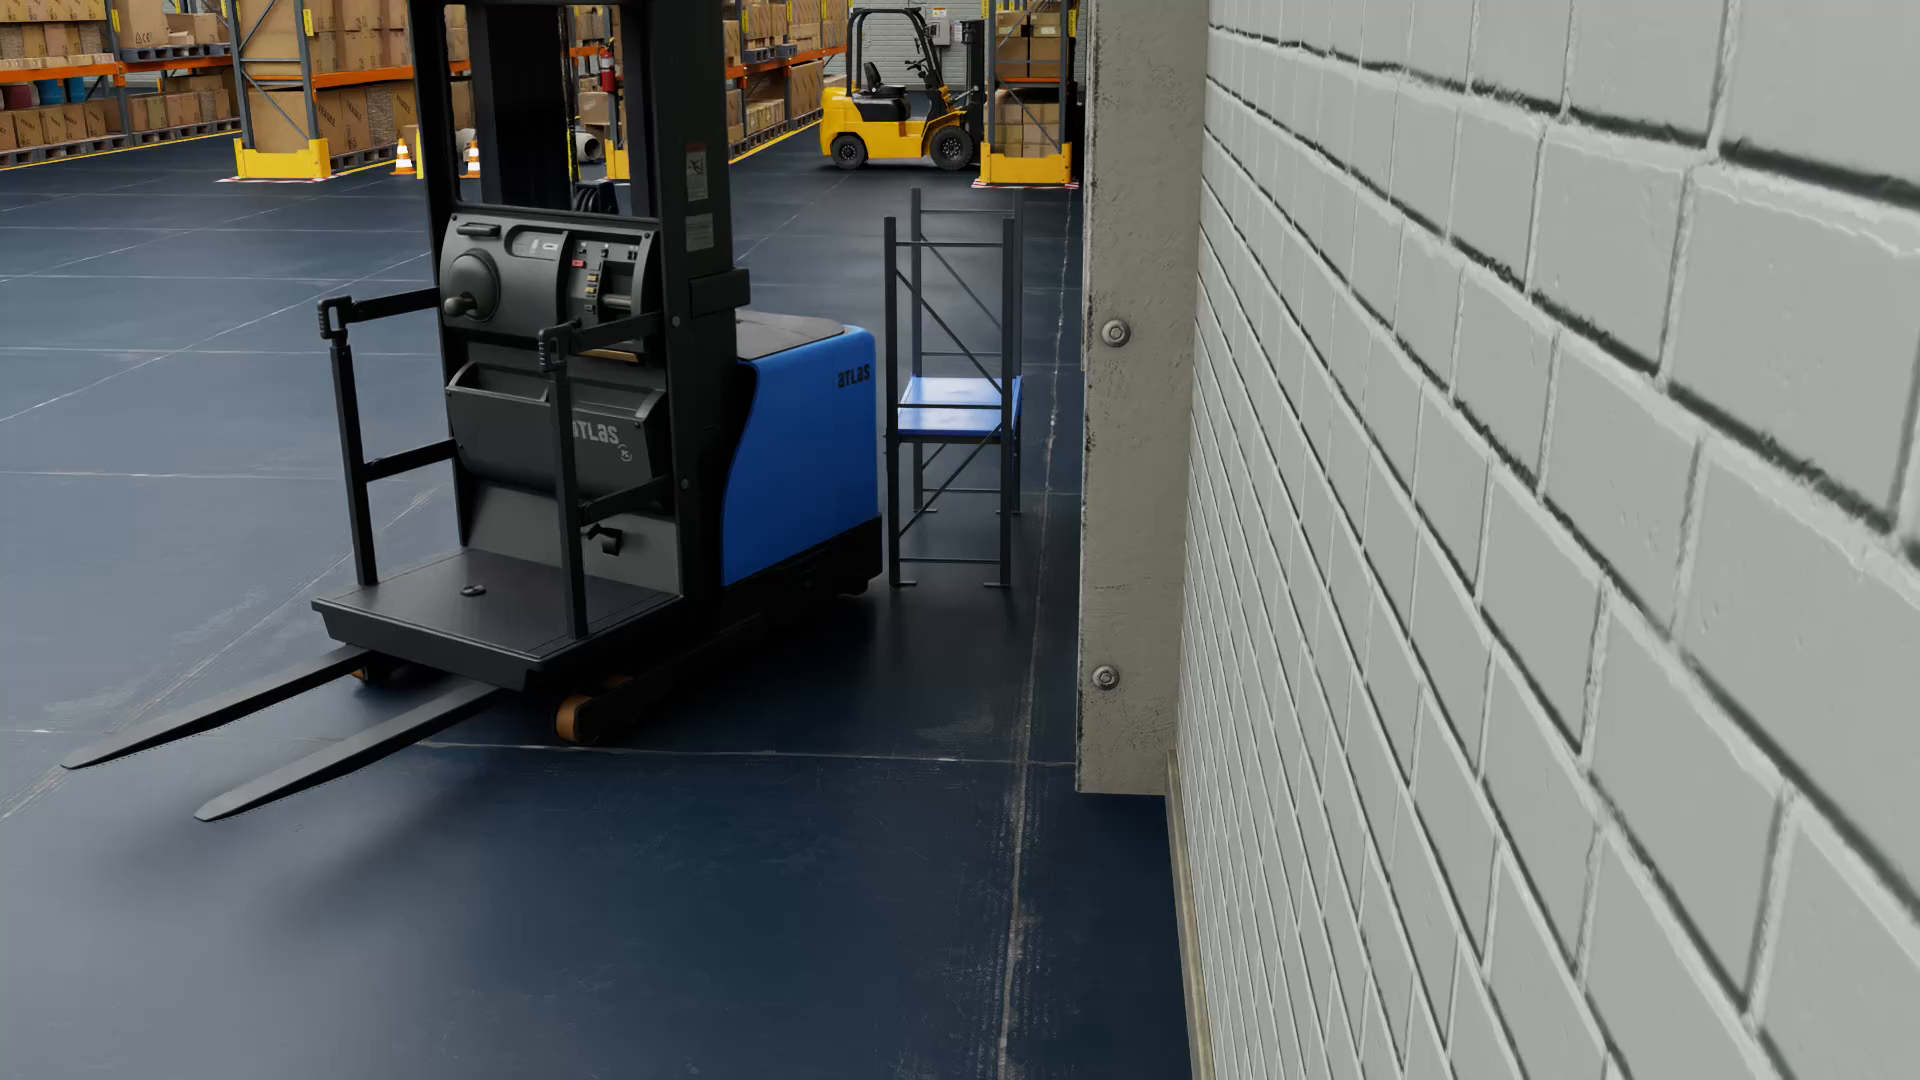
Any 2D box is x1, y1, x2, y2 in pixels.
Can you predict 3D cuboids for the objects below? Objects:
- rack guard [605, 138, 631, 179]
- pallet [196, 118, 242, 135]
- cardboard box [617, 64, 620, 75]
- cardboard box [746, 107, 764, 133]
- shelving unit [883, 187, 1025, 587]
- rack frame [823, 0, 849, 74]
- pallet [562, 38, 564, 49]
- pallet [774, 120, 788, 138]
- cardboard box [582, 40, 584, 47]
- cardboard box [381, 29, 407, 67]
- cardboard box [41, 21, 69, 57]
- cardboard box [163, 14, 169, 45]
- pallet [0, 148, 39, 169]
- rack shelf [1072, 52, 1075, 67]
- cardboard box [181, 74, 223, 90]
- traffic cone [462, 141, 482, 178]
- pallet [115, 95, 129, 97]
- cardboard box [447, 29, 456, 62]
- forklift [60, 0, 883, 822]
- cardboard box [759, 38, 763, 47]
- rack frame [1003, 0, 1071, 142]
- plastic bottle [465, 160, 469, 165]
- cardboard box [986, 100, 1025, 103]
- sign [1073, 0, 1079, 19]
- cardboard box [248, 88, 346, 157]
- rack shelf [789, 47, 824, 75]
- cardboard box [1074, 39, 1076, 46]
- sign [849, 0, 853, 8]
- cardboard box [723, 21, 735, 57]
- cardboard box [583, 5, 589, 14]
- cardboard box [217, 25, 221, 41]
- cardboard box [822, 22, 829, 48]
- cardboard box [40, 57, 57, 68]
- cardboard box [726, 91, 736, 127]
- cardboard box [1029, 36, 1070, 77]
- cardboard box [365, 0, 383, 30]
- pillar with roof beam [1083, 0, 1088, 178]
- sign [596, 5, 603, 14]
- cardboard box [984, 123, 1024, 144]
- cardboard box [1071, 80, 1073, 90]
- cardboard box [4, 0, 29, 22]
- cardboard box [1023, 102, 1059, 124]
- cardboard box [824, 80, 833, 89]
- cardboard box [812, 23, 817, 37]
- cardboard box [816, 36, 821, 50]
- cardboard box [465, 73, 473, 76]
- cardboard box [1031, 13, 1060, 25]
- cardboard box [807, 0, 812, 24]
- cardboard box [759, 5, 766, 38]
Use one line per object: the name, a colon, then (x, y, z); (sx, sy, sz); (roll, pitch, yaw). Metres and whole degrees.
rack guard: (-4.084, -5.054, 22.044); (1.175, 0.500, 0.348); (1, 18, 4)
pallet: (-13.458, -7.356, 29.534); (1.003, 0.211, 1.213); (1, 18, 4)
cardboard box: (-4.368, -6.301, 22.238); (0.380, 0.149, 0.250); (1, 18, 3)
cardboard box: (-3.719, -6.798, 26.897); (0.950, 0.372, 0.625); (2, 18, 7)
shelving unit: (-0.006, -0.686, 7.109); (0.538, 1.500, 1.048); (1, 18, 4)
rack frame: (-2.942, -11.187, 36.748); (1.000, 3.000, 0.127); (1, 18, 4)
pallet: (-8.373, -9.699, 32.513); (1.003, 0.211, 1.213); (1, 18, 4)
pallet: (-3.573, -7.135, 28.859); (1.003, 0.211, 1.213); (1, 18, 4)
cardboard box: (-7.915, -10.151, 33.990); (0.380, 0.149, 0.250); (0, 18, 1)
cardboard box: (-8.778, -7.325, 24.719); (0.875, 0.550, 0.550); (1, 18, 4)
cardboard box: (-13.787, -7.420, 24.612); (0.875, 0.500, 0.500); (1, 18, 4)
cardboard box: (-13.655, -8.471, 27.617); (0.797, 0.503, 0.637); (3, 18, 10)
pallet: (-13.875, -5.389, 23.531); (1.003, 0.211, 1.213); (1, 18, 4)
rack shelf: (1.579, -8.872, 30.838); (1.077, 0.370, 4.000); (1, 18, 4)
cardboard box: (-13.418, -8.093, 29.407); (0.500, 0.250, 0.500); (2, 18, 6)
traffic cone: (-6.476, -5.094, 22.226); (0.336, 0.463, 0.334); (1, 18, 4)
pallet: (-17.955, -9.561, 36.262); (1.003, 0.211, 1.213); (1, 18, 4)
cardboard box: (-8.405, -7.901, 26.558); (0.500, 0.500, 0.500); (1, 18, 4)
forklift: (-1.508, -0.891, 5.434); (1.130, 2.935, 3.031); (11, 21, 29)
cardboard box: (-3.397, -8.028, 26.835); (0.380, 0.149, 0.250); (1, 18, 4)
rack frame: (1.149, -7.351, 25.039); (1.000, 3.000, 0.127); (1, 18, 4)
plastic bottle: (-7.045, -5.429, 23.893); (0.133, 0.061, 0.283); (-5, 19, -15)
cardboard box: (0.615, -5.785, 22.397); (0.500, 0.250, 0.500); (2, 18, 5)
sign: (1.990, -9.132, 28.616); (0.100, 0.325, 0.005); (1, 18, 4)
cardboard box: (-9.051, -5.699, 22.737); (0.875, 0.875, 0.875); (1, 18, 4)
rack shelf: (-3.372, -8.982, 31.173); (1.077, 0.370, 4.000); (1, 18, 4)
cardboard box: (2.231, -10.447, 34.890); (0.380, 0.149, 0.250); (1, 18, 4)
sign: (-2.402, -11.834, 36.481); (0.100, 0.325, 0.005); (1, 18, 4)
cardboard box: (-3.616, -7.346, 24.385); (0.500, 0.500, 0.500); (2, 18, 6)
cardboard box: (-7.876, -10.984, 33.884); (0.500, 0.500, 0.500); (1, 18, 2)
cardboard box: (-13.612, -9.130, 30.309); (0.500, 0.500, 0.500); (2, 18, 6)
cardboard box: (-2.934, -10.132, 33.368); (0.500, 0.500, 0.500); (2, 18, 6)
cardboard box: (-13.531, -7.023, 24.444); (0.380, 0.149, 0.250); (1, 18, 4)
cardboard box: (-3.612, -6.362, 24.559); (0.500, 0.500, 0.500); (2, 18, 5)
cardboard box: (1.175, -6.304, 21.683); (0.500, 0.500, 0.500); (2, 18, 6)
cardboard box: (-8.907, -7.672, 24.045); (0.875, 0.550, 0.550); (1, 18, 4)
pillar with roof beam: (-2.483, -9.252, 21.206); (9.100, 9.000, 0.400); (1, 18, 4)
sign: (-4.641, -6.937, 21.410); (0.100, 0.325, 0.005); (1, 18, 4)
cardboard box: (0.585, -5.397, 22.015); (0.500, 0.250, 0.500); (1, 18, 3)
cardboard box: (1.830, -8.150, 29.776); (0.380, 0.149, 0.250); (2, 18, 6)
cardboard box: (-13.585, -7.579, 23.490); (0.500, 0.500, 0.500); (1, 18, 4)
cardboard box: (1.085, -5.622, 21.898); (0.500, 0.250, 0.500); (1, 18, 3)
cardboard box: (-3.077, -9.120, 33.878); (0.875, 0.438, 0.875); (1, 18, 3)
cardboard box: (-3.046, -9.814, 31.993); (0.500, 0.250, 0.500); (2, 18, 5)
cardboard box: (-3.009, -9.729, 32.538); (0.500, 0.250, 0.500); (1, 18, 3)
cardboard box: (-8.673, -8.368, 30.280); (0.500, 0.250, 0.500); (1, 18, 3)
cardboard box: (1.099, -6.705, 21.389); (0.380, 0.149, 0.250); (1, 18, 3)
cardboard box: (-3.096, -10.005, 31.375); (0.500, 0.500, 0.500); (2, 18, 6)
cardboard box: (-3.398, -8.297, 26.614); (0.500, 0.500, 0.500); (1, 18, 4)
